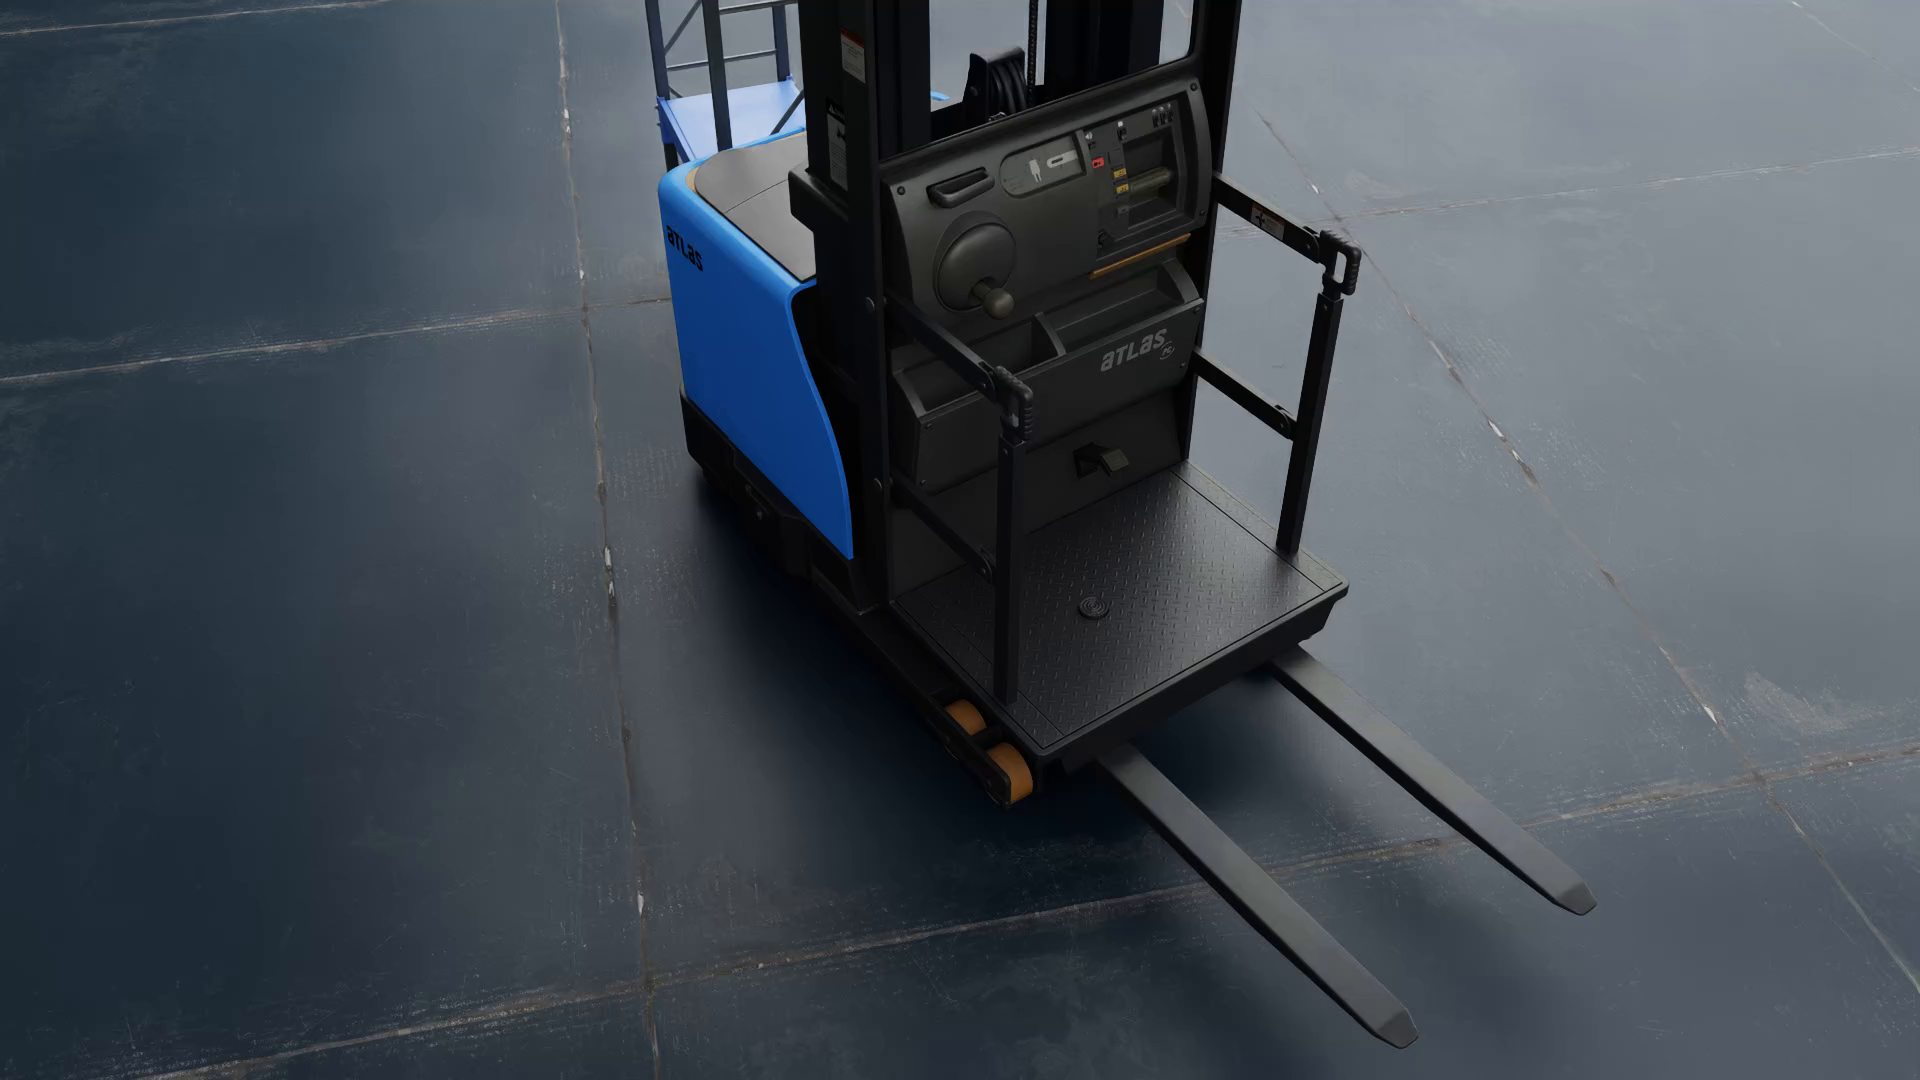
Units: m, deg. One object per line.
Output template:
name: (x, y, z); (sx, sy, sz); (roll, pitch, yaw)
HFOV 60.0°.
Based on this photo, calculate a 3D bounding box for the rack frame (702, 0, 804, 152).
rack frame: (-0.519, -1.122, 5.385); (0.500, 1.500, 0.032); (-14, 43, -15)

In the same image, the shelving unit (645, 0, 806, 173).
shelving unit: (-0.696, -1.439, 5.741); (0.538, 1.500, 1.048); (-14, 43, -15)

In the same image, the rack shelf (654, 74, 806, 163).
rack shelf: (-0.696, -1.304, 5.860); (0.538, 0.185, 1.000); (-14, 43, -15)

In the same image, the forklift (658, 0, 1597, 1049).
forklift: (0.364, -0.757, 3.895); (1.130, 2.935, 3.031); (-25, 47, -26)

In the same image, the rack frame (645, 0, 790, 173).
rack frame: (-0.874, -1.755, 6.097); (0.500, 1.500, 0.032); (-14, 43, -15)
